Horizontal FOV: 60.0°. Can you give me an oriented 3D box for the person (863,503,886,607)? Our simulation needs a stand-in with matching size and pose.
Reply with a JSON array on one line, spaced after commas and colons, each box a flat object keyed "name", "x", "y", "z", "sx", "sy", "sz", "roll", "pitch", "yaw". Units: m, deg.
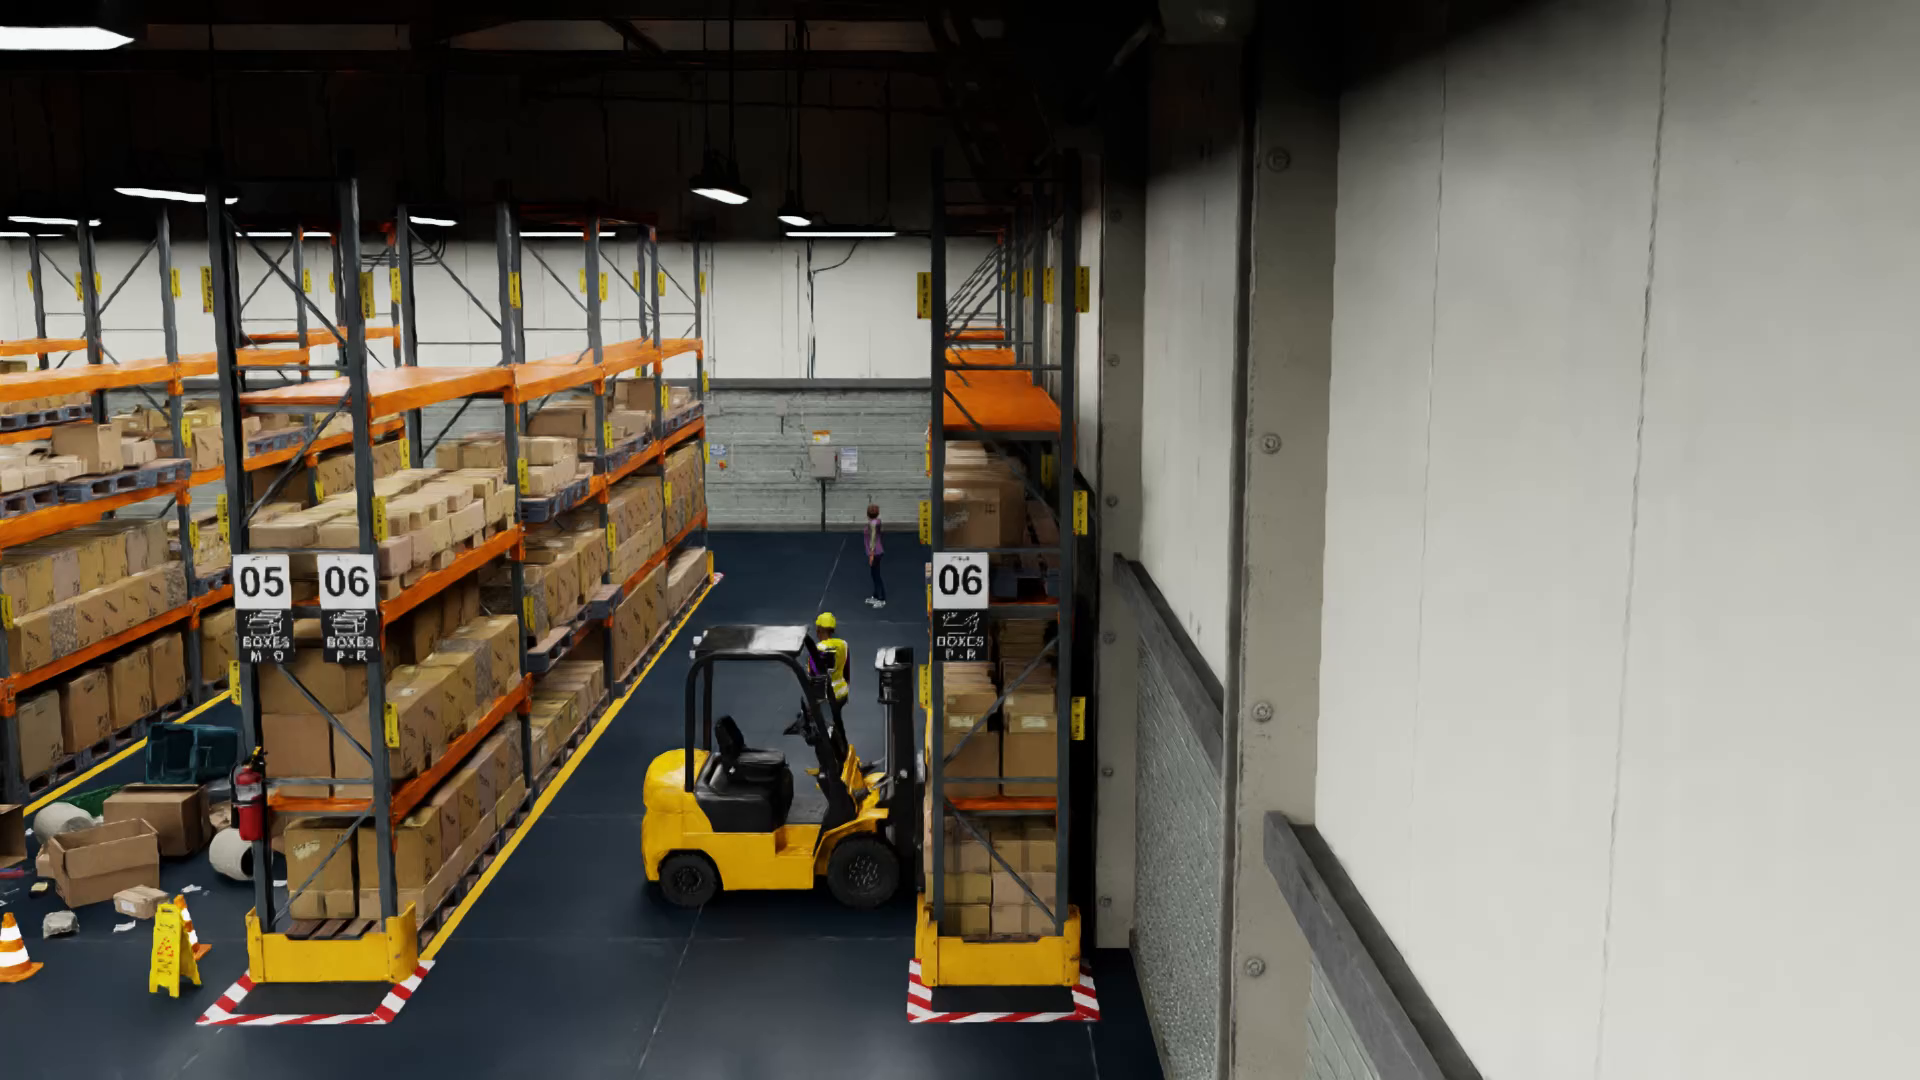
[{"name": "person", "x": -1.334, "y": 0.227, "z": 25.965, "sx": 0.361, "sy": 1.596, "sz": 0.530, "roll": 1, "pitch": 9, "yaw": 6}]

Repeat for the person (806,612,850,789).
[{"name": "person", "x": -1.368, "y": 1.597, "z": 16.891, "sx": 0.579, "sy": 1.763, "sz": 0.676, "roll": 4, "pitch": 10, "yaw": 25}]
